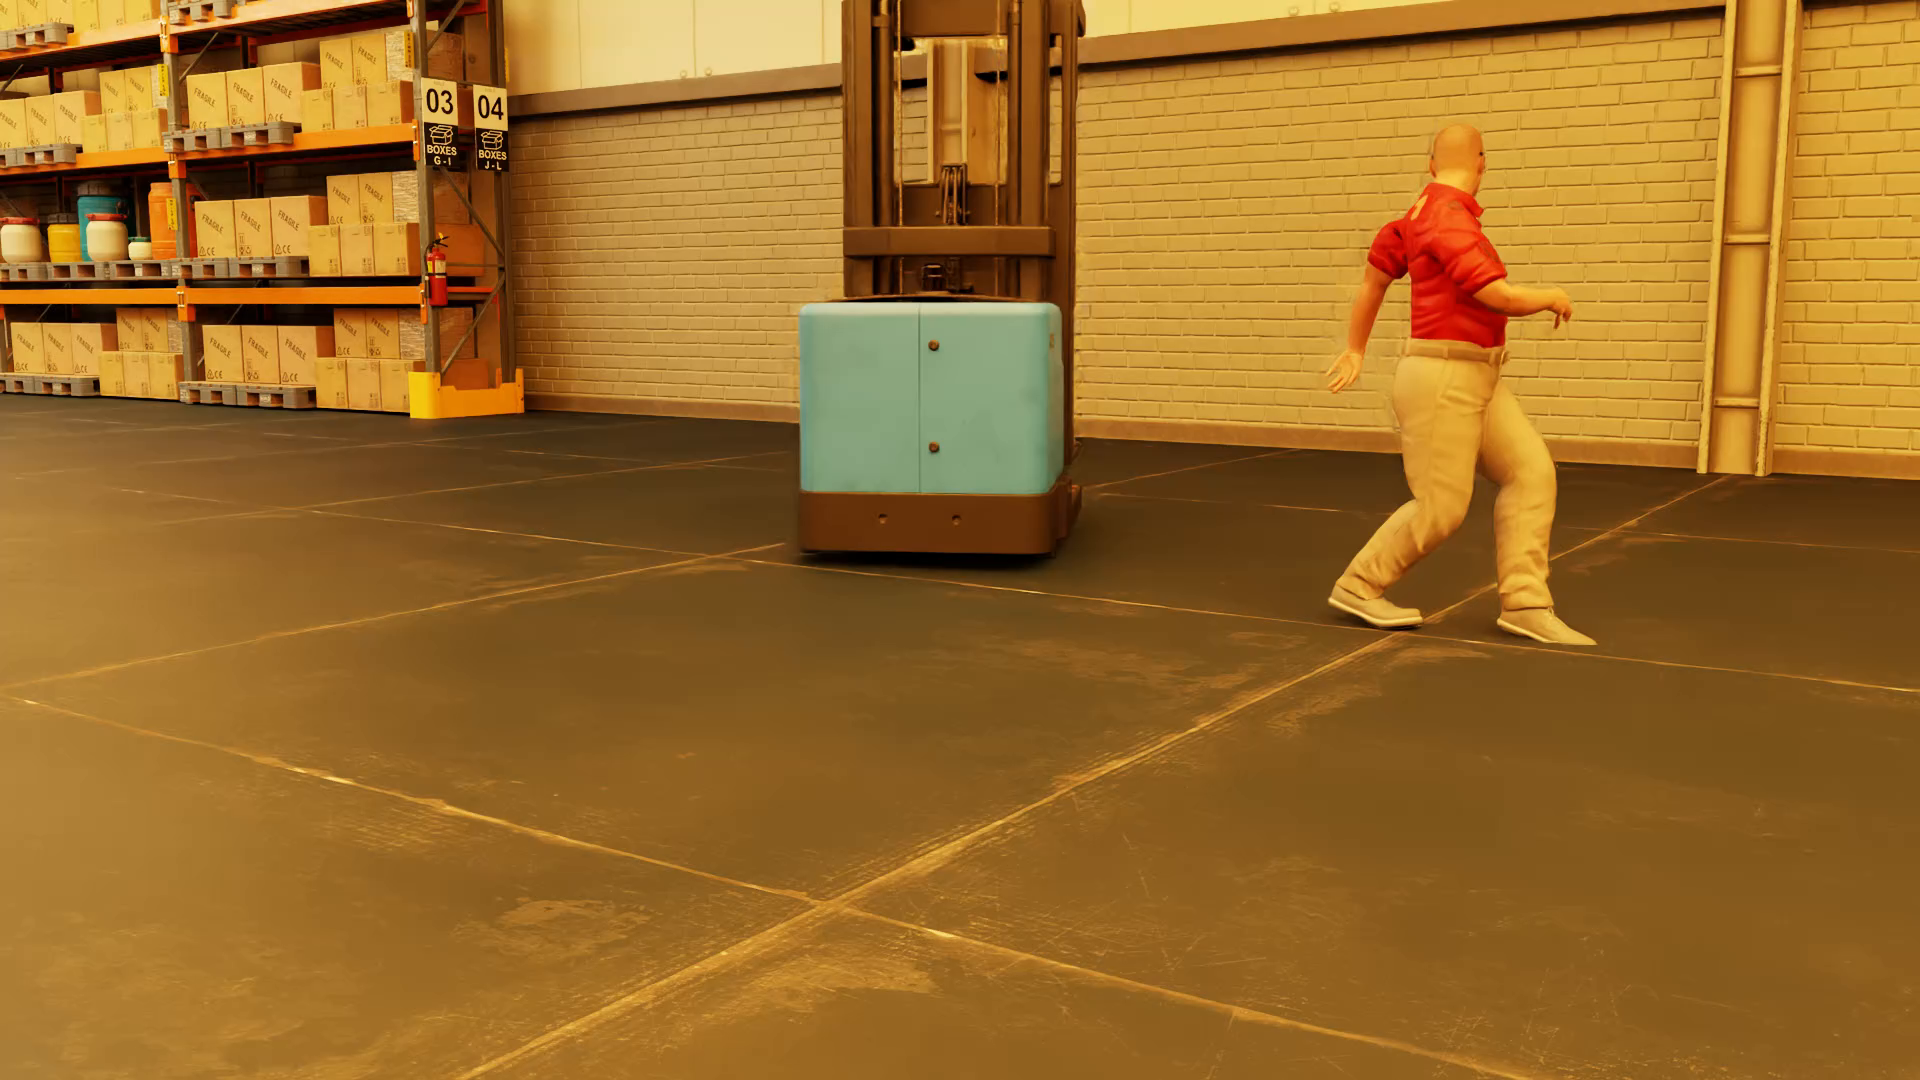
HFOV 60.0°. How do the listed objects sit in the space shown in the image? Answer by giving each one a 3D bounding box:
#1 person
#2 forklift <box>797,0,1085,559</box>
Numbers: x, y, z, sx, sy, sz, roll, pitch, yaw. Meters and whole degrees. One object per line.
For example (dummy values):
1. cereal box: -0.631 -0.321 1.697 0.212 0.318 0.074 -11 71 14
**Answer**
1. person: 1.608 -0.496 5.402 0.969 1.678 0.556 4 9 27
2. forklift: 0.028 -1.541 8.027 1.130 2.935 3.031 1 8 7
